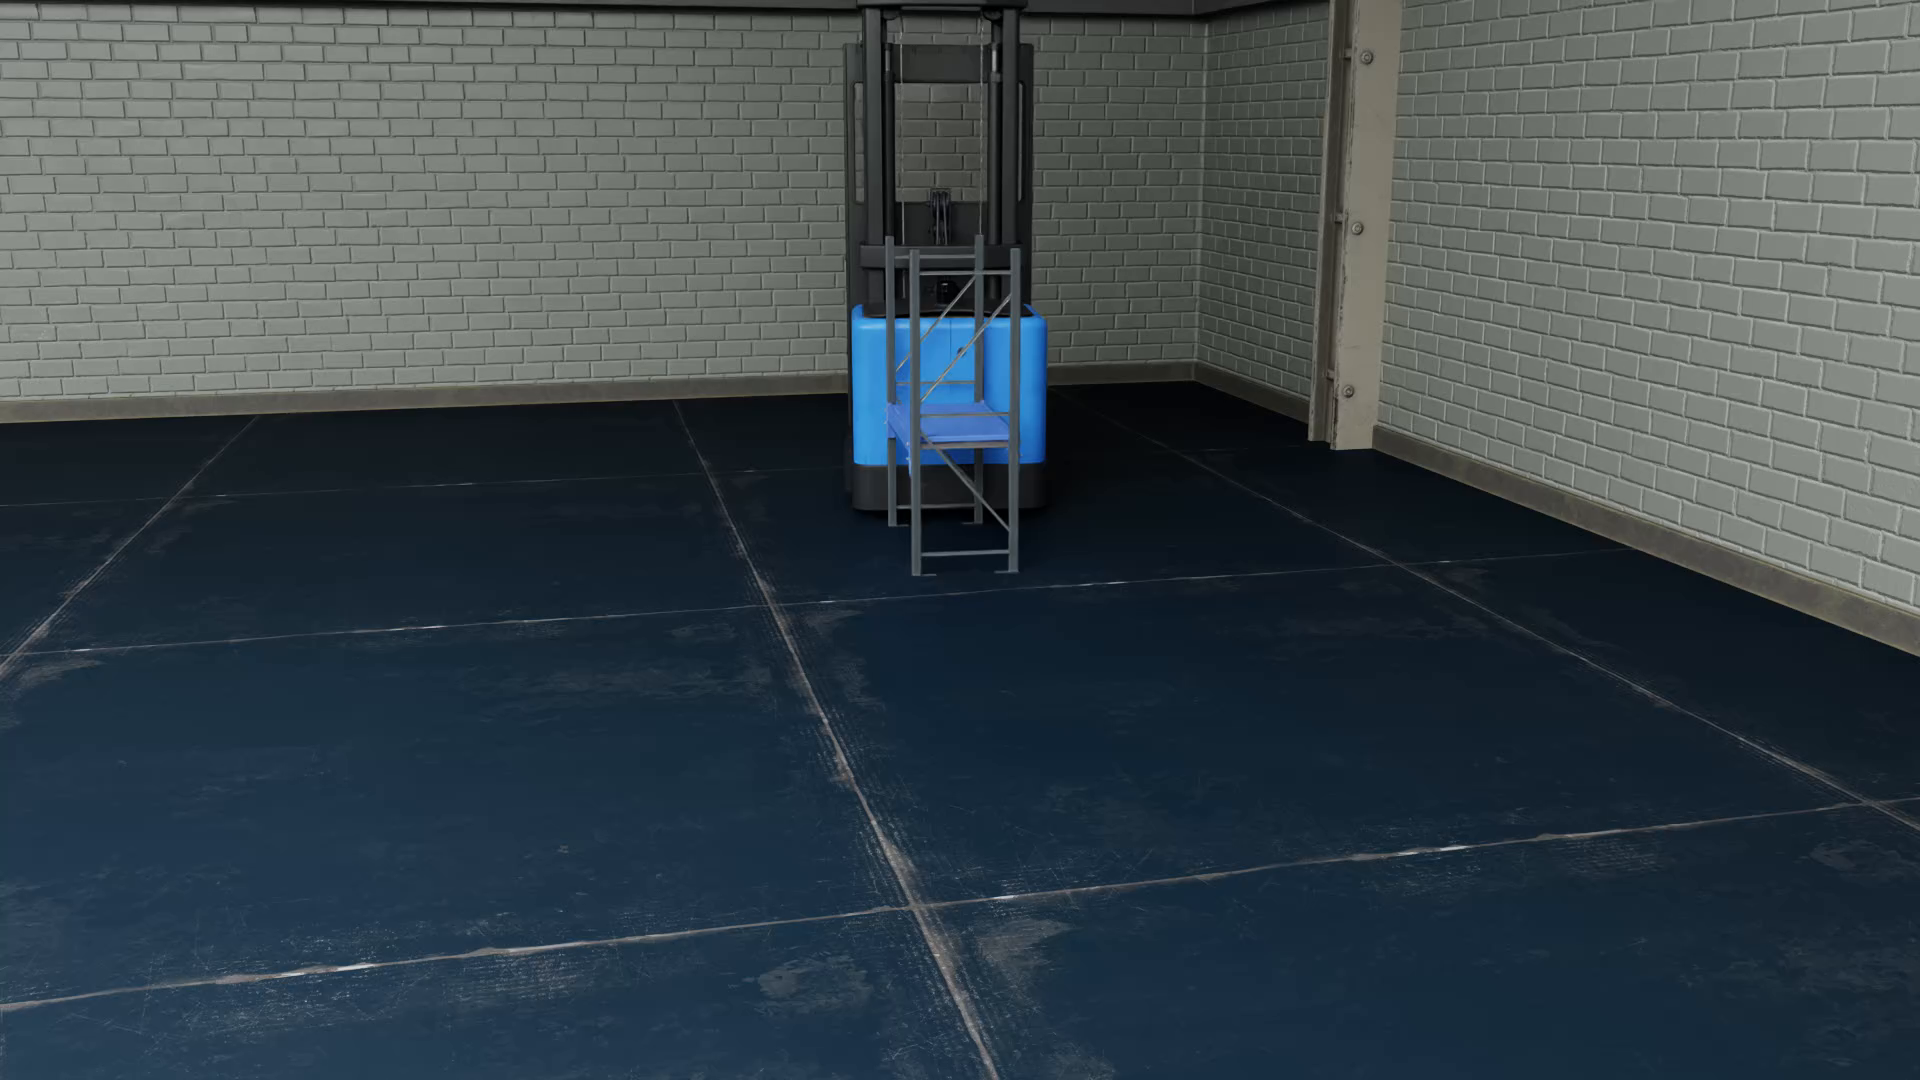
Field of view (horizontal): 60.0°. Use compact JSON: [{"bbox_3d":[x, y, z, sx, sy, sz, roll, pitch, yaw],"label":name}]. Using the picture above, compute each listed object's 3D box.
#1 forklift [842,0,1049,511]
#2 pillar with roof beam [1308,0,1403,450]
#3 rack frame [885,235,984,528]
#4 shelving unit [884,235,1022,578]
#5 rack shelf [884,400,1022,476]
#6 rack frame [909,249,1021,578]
[{"bbox_3d":[-0.141,-1.873,9.917,1.130,2.935,3.031,-1,14,-4],"label":"forklift"},{"bbox_3d":[-1.649,-4.771,8.996,9.100,9.000,0.400,-3,14,-13],"label":"pillar with roof beam"},{"bbox_3d":[-0.128,-0.805,8.563,0.500,1.500,0.032,-2,14,-8],"label":"rack frame"},{"bbox_3d":[-0.052,-0.686,8.075,0.538,1.500,1.048,-2,14,-8],"label":"shelving unit"},{"bbox_3d":[-0.052,-0.511,8.117,0.538,0.185,1.000,-2,14,-8],"label":"rack shelf"},{"bbox_3d":[0.024,-0.567,7.586,0.500,1.500,0.032,-2,14,-8],"label":"rack frame"}]
